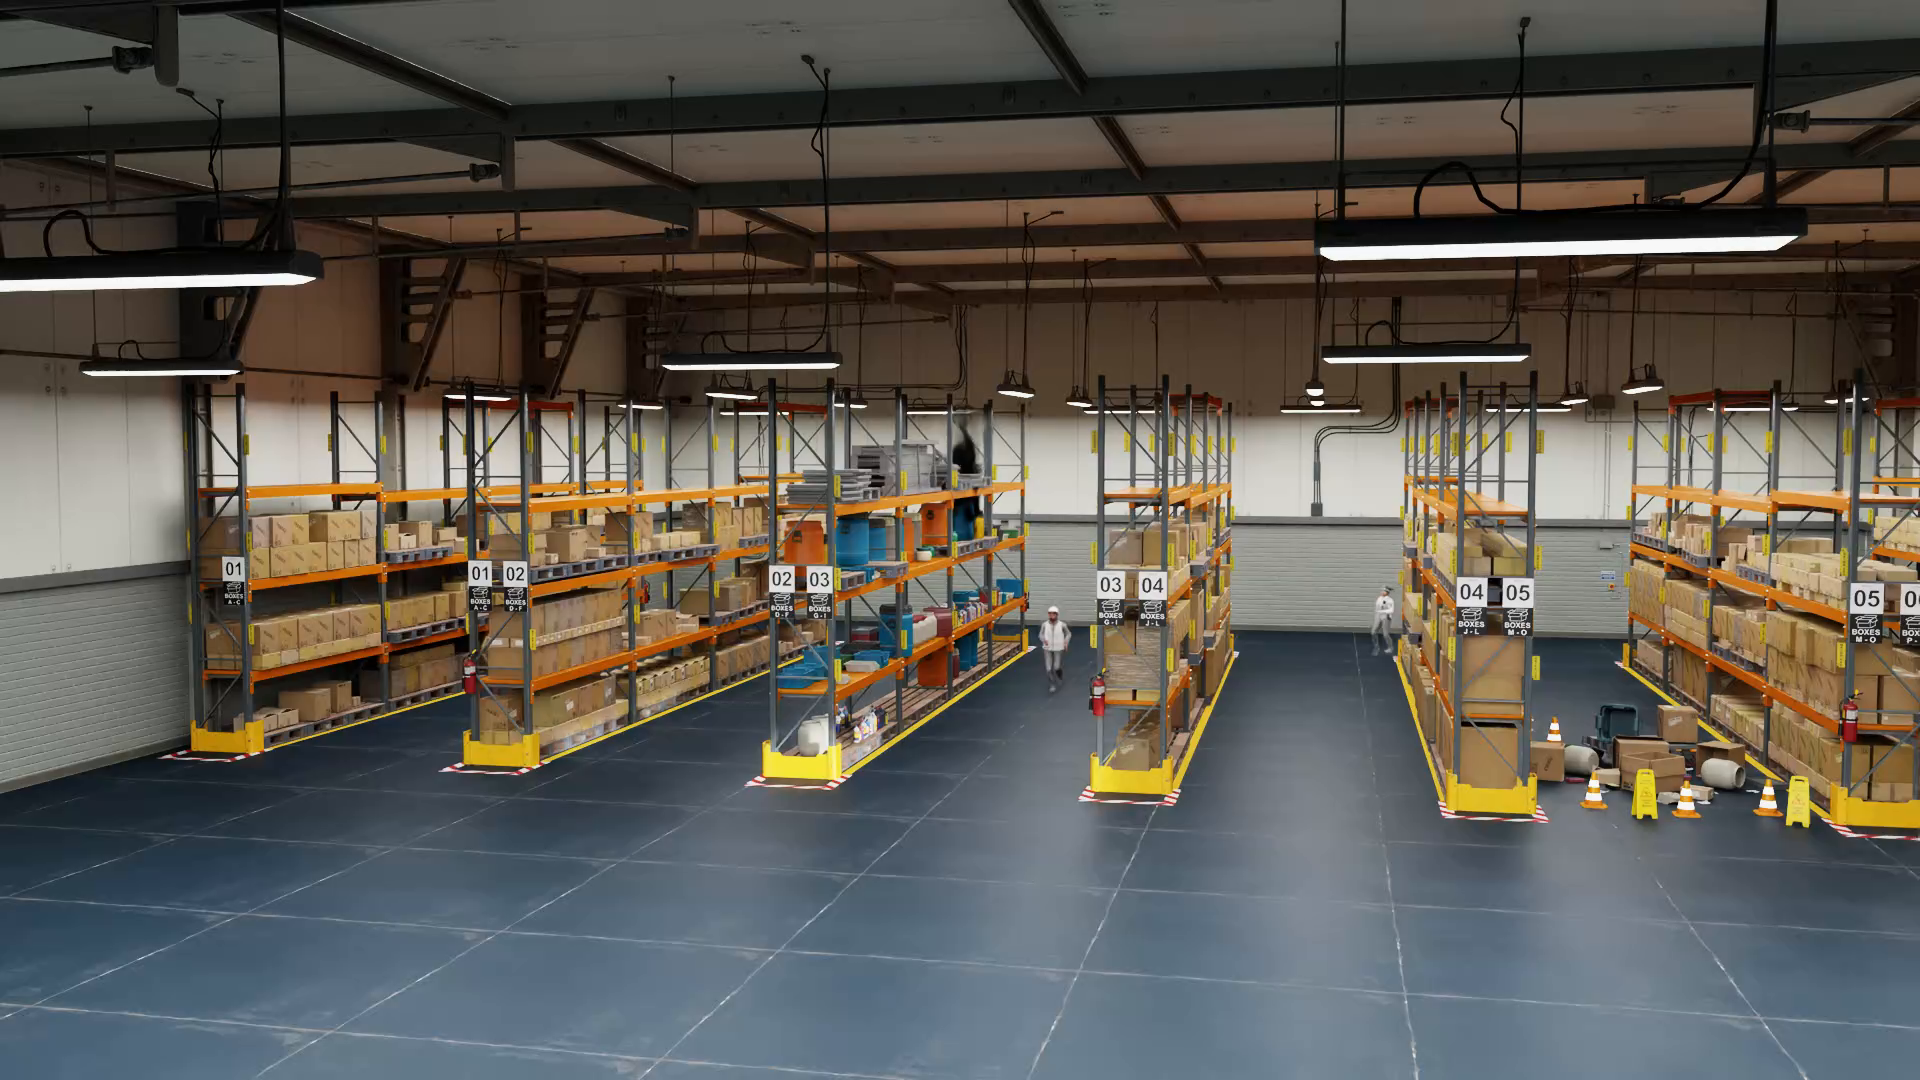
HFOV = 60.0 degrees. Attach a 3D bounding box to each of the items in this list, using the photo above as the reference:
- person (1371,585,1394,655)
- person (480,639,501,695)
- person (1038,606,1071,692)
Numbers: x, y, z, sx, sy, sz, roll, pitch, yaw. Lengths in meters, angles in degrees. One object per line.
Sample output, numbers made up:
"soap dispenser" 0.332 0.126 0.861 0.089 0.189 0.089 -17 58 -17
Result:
"person" 10.120 1.931 39.594 0.683 1.743 0.606 -2 4 -33
"person" -8.759 2.392 31.387 0.574 1.626 0.619 -1 3 -10
"person" 1.897 2.215 33.646 0.653 1.731 0.569 1 3 11
